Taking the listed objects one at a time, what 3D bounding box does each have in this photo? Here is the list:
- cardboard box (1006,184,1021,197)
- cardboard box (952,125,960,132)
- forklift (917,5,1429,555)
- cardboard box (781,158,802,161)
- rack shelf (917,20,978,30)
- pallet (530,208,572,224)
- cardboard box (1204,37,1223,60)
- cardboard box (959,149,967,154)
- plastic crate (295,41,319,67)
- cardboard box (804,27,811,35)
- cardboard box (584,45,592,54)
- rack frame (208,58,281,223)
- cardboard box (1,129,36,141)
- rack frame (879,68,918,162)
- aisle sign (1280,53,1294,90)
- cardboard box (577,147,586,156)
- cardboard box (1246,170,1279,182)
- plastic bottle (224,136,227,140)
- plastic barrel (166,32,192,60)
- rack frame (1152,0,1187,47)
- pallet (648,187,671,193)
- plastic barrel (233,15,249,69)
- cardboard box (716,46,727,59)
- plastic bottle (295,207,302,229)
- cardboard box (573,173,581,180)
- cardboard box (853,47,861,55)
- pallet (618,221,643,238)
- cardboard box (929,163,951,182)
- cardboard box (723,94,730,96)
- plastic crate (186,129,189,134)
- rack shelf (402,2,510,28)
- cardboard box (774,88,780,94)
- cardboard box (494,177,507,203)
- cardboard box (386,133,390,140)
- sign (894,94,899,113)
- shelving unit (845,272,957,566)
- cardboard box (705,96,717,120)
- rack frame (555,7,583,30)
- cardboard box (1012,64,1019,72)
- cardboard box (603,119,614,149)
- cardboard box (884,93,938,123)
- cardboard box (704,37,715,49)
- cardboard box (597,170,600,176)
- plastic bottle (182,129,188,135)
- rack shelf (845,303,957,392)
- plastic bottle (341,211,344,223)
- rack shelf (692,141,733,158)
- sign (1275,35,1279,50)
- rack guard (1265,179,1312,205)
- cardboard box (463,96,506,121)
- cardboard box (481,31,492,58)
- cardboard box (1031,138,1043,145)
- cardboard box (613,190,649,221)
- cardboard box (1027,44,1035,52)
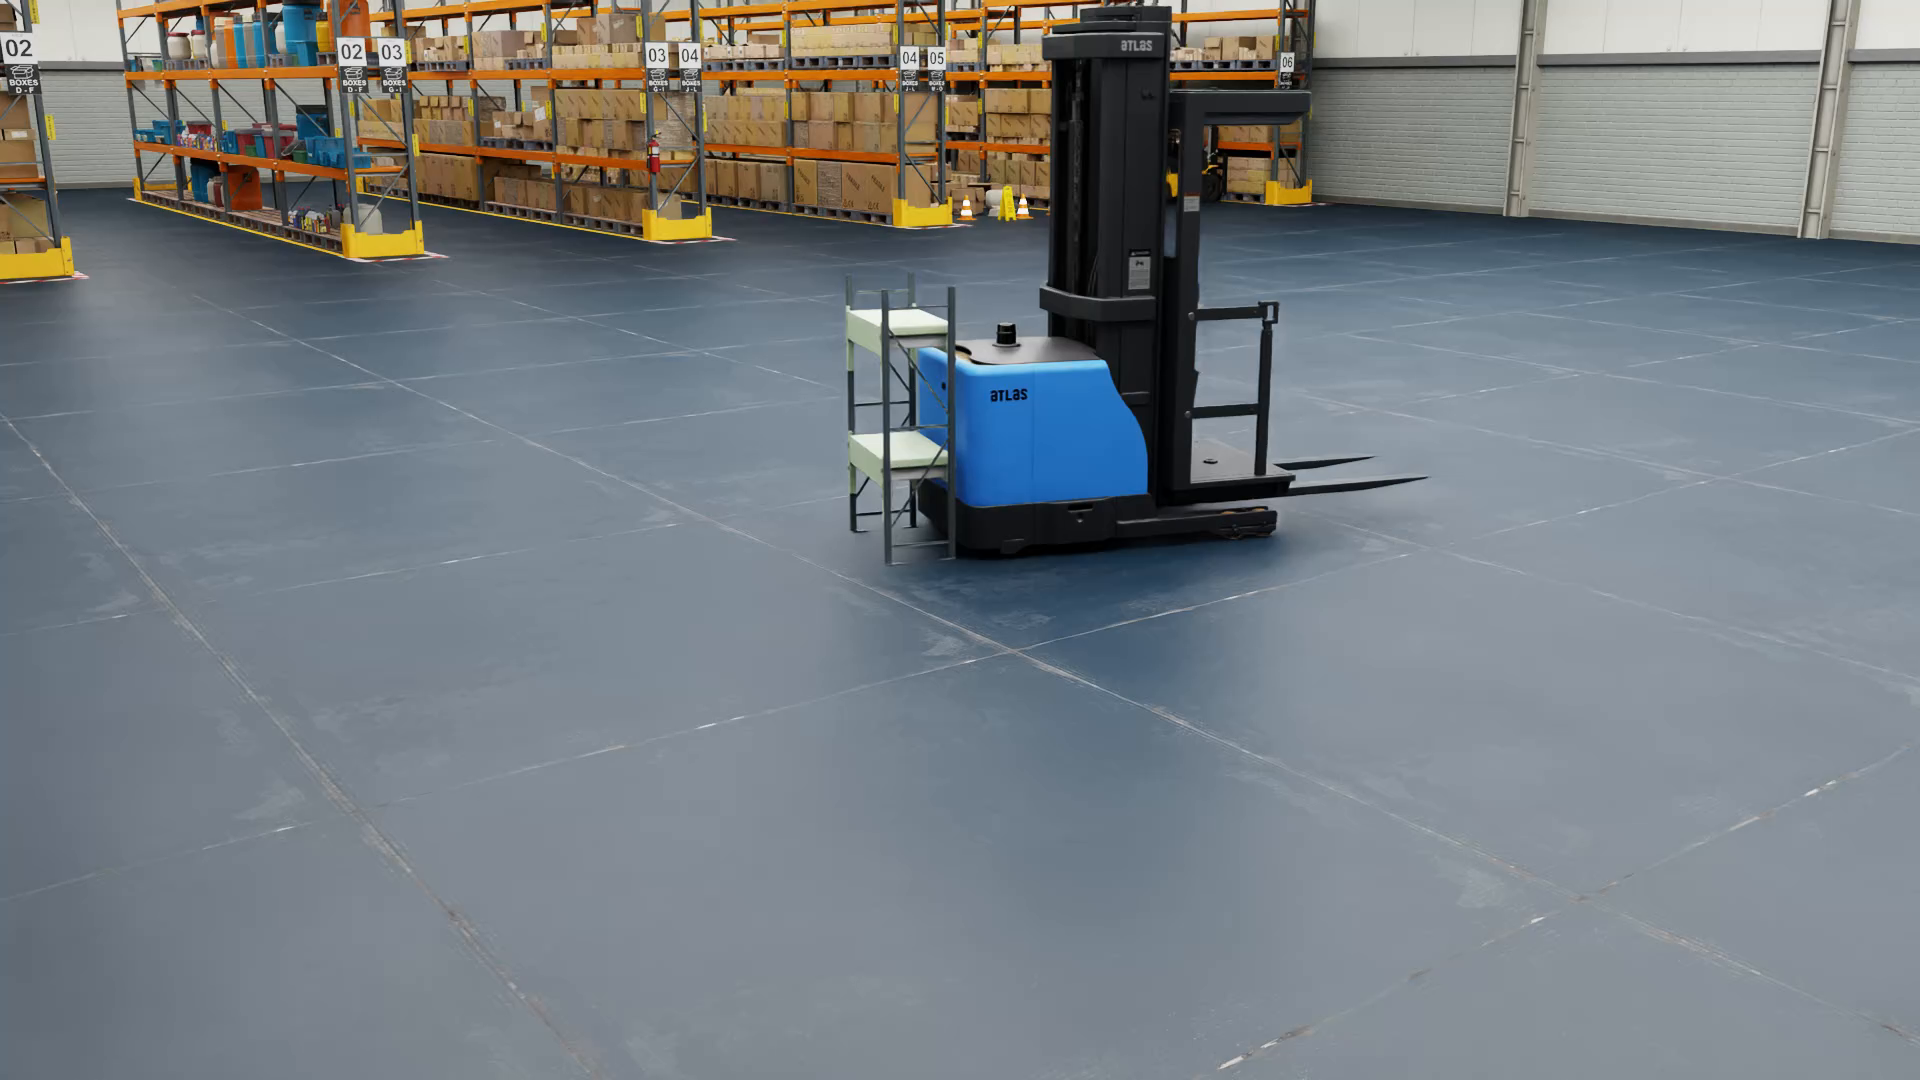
[{"bbox_3d":[1.337,-7.583,36.012,0.500,0.250,0.500,-10,18,-31],"label":"cardboard box"},{"bbox_3d":[0.038,-9.244,37.347,0.380,0.149,0.250,-11,19,-35],"label":"cardboard box"},{"bbox_3d":[1.320,-1.541,9.655,3.031,2.935,1.130,-5,16,-18],"label":"forklift"},{"bbox_3d":[-4.101,-9.812,43.803,0.875,0.438,0.875,-11,19,-35],"label":"cardboard box"},{"bbox_3d":[-0.982,-14.438,46.651,1.077,0.370,4.000,-11,19,-35],"label":"rack shelf"},{"bbox_3d":[-7.590,-6.269,32.082,1.003,0.211,1.213,-11,19,-35],"label":"pallet"},{"bbox_3d":[5.958,-11.073,37.488,0.797,0.503,0.637,-10,18,-33],"label":"cardboard box"},{"bbox_3d":[0.190,-10.658,45.545,0.380,0.149,0.250,-10,18,-32],"label":"cardboard box"},{"bbox_3d":[-10.150,-7.625,26.101,0.392,0.384,0.575,-11,19,-35],"label":"plastic crate"},{"bbox_3d":[-2.821,-9.919,32.432,0.380,0.149,0.250,-11,19,-35],"label":"cardboard box"},{"bbox_3d":[-6.392,-8.625,29.255,0.380,0.149,0.250,-11,19,-36],"label":"cardboard box"},{"bbox_3d":[-13.489,-7.534,31.420,1.000,3.000,0.127,-11,19,-35],"label":"rack frame"},{"bbox_3d":[-12.851,-5.536,22.701,0.380,0.149,0.250,-11,19,-35],"label":"cardboard box"},{"bbox_3d":[-1.467,-9.841,39.849,1.000,3.000,0.127,-11,19,-35],"label":"rack frame"},{"bbox_3d":[7.051,-10.098,35.864,0.394,0.787,0.004,-11,19,-35],"label":"aisle sign"},{"bbox_3d":[-6.673,-7.018,30.013,0.380,0.149,0.250,-11,19,-35],"label":"cardboard box"},{"bbox_3d":[6.711,-8.077,36.869,0.500,0.250,0.500,-11,19,-35],"label":"cardboard box"},{"bbox_3d":[-14.711,-8.004,33.384,0.097,0.271,0.097,0,15,0],"label":"plastic bottle"},{"bbox_3d":[-15.734,-9.951,33.518,0.433,0.535,0.433,0,15,0],"label":"plastic barrel"},{"bbox_3d":[4.898,-12.651,38.754,1.000,3.000,0.127,-11,19,-35],"label":"rack frame"},{"bbox_3d":[-6.583,-8.133,38.892,1.003,0.211,1.213,-11,19,-35],"label":"pallet"},{"bbox_3d":[-12.381,-8.722,29.131,0.600,0.901,0.708,-11,19,-35],"label":"plastic barrel"},{"bbox_3d":[-4.869,-10.380,35.437,0.500,0.250,0.500,-10,18,-33],"label":"cardboard box"},{"bbox_3d":[-10.998,-5.377,27.725,0.144,0.351,0.185,-10,18,-33],"label":"plastic bottle"},{"bbox_3d":[-9.633,-9.258,42.325,0.380,0.149,0.250,-11,19,-34],"label":"cardboard box"},{"bbox_3d":[-1.776,-9.155,31.151,0.380,0.149,0.250,-11,19,-35],"label":"cardboard box"},{"bbox_3d":[-5.273,-5.444,29.068,1.003,0.211,1.213,-11,19,-35],"label":"pallet"},{"bbox_3d":[-0.537,-7.863,35.925,0.500,0.500,0.500,-11,19,-35],"label":"cardboard box"},{"bbox_3d":[-6.119,-11.933,45.409,0.500,0.500,0.500,-11,19,-36],"label":"cardboard box"},{"bbox_3d":[-16.590,-8.714,35.844,0.437,0.282,0.530,-11,19,-35],"label":"plastic crate"},{"bbox_3d":[-10.659,-11.083,35.145,1.077,0.370,4.000,-11,19,-35],"label":"rack shelf"},{"bbox_3d":[-4.626,-11.734,43.453,0.380,0.149,0.250,-11,19,-35],"label":"cardboard box"},{"bbox_3d":[-9.073,-7.169,33.989,0.700,0.500,0.500,-12,19,-37],"label":"cardboard box"},{"bbox_3d":[-13.035,-9.324,38.437,0.380,0.149,0.250,-11,19,-35],"label":"cardboard box"},{"bbox_3d":[-1.155,-7.934,30.240,0.100,0.325,0.005,-11,19,-35],"label":"sign"},{"bbox_3d":[-0.335,-0.692,9.261,0.431,1.500,0.755,-5,16,-18],"label":"shelving unit"},{"bbox_3d":[-5.155,-9.484,36.461,0.700,0.500,0.500,-11,19,-35],"label":"cardboard box"},{"bbox_3d":[-10.115,-13.653,42.412,1.000,3.000,0.127,-11,19,-35],"label":"rack frame"},{"bbox_3d":[1.329,-10.048,35.398,0.380,0.149,0.250,-10,18,-33],"label":"cardboard box"},{"bbox_3d":[-5.730,-7.109,29.116,0.875,0.500,0.500,-11,19,-35],"label":"cardboard box"},{"bbox_3d":[-0.894,-8.021,30.870,0.875,0.550,0.550,-11,19,-35],"label":"cardboard box"},{"bbox_3d":[-5.729,-11.154,37.327,0.396,0.266,0.258,-11,19,-35],"label":"cardboard box"},{"bbox_3d":[-8.780,-9.124,41.273,0.380,0.149,0.250,-10,18,-33],"label":"cardboard box"},{"bbox_3d":[-15.872,-8.230,34.057,0.144,0.351,0.185,-11,19,-35],"label":"plastic bottle"},{"bbox_3d":[-0.335,-1.068,9.158,0.431,0.370,0.720,-5,16,-18],"label":"rack shelf"},{"bbox_3d":[-10.290,-5.357,27.781,0.061,0.283,0.133,-11,19,-35],"label":"plastic bottle"},{"bbox_3d":[-6.587,-9.131,38.618,1.077,0.370,4.000,-11,19,-35],"label":"rack shelf"},{"bbox_3d":[6.803,-10.658,35.626,0.100,0.325,0.005,-11,19,-35],"label":"sign"},{"bbox_3d":[7.264,-7.693,36.736,1.175,0.500,0.348,-11,19,-35],"label":"rack guard"},{"bbox_3d":[-9.900,-8.993,34.663,0.797,0.503,0.637,-10,18,-33],"label":"cardboard box"},{"bbox_3d":[-9.119,-9.789,32.843,0.500,0.500,0.500,-11,19,-34],"label":"cardboard box"},{"bbox_3d":[1.726,-8.424,35.149,0.380,0.149,0.250,-11,19,-35],"label":"cardboard box"},{"bbox_3d":[-5.865,-5.986,29.704,0.500,0.500,0.500,-9,18,-29],"label":"cardboard box"},{"bbox_3d":[1.616,-10.309,34.844,0.380,0.149,0.250,-11,19,-35],"label":"cardboard box"}]
